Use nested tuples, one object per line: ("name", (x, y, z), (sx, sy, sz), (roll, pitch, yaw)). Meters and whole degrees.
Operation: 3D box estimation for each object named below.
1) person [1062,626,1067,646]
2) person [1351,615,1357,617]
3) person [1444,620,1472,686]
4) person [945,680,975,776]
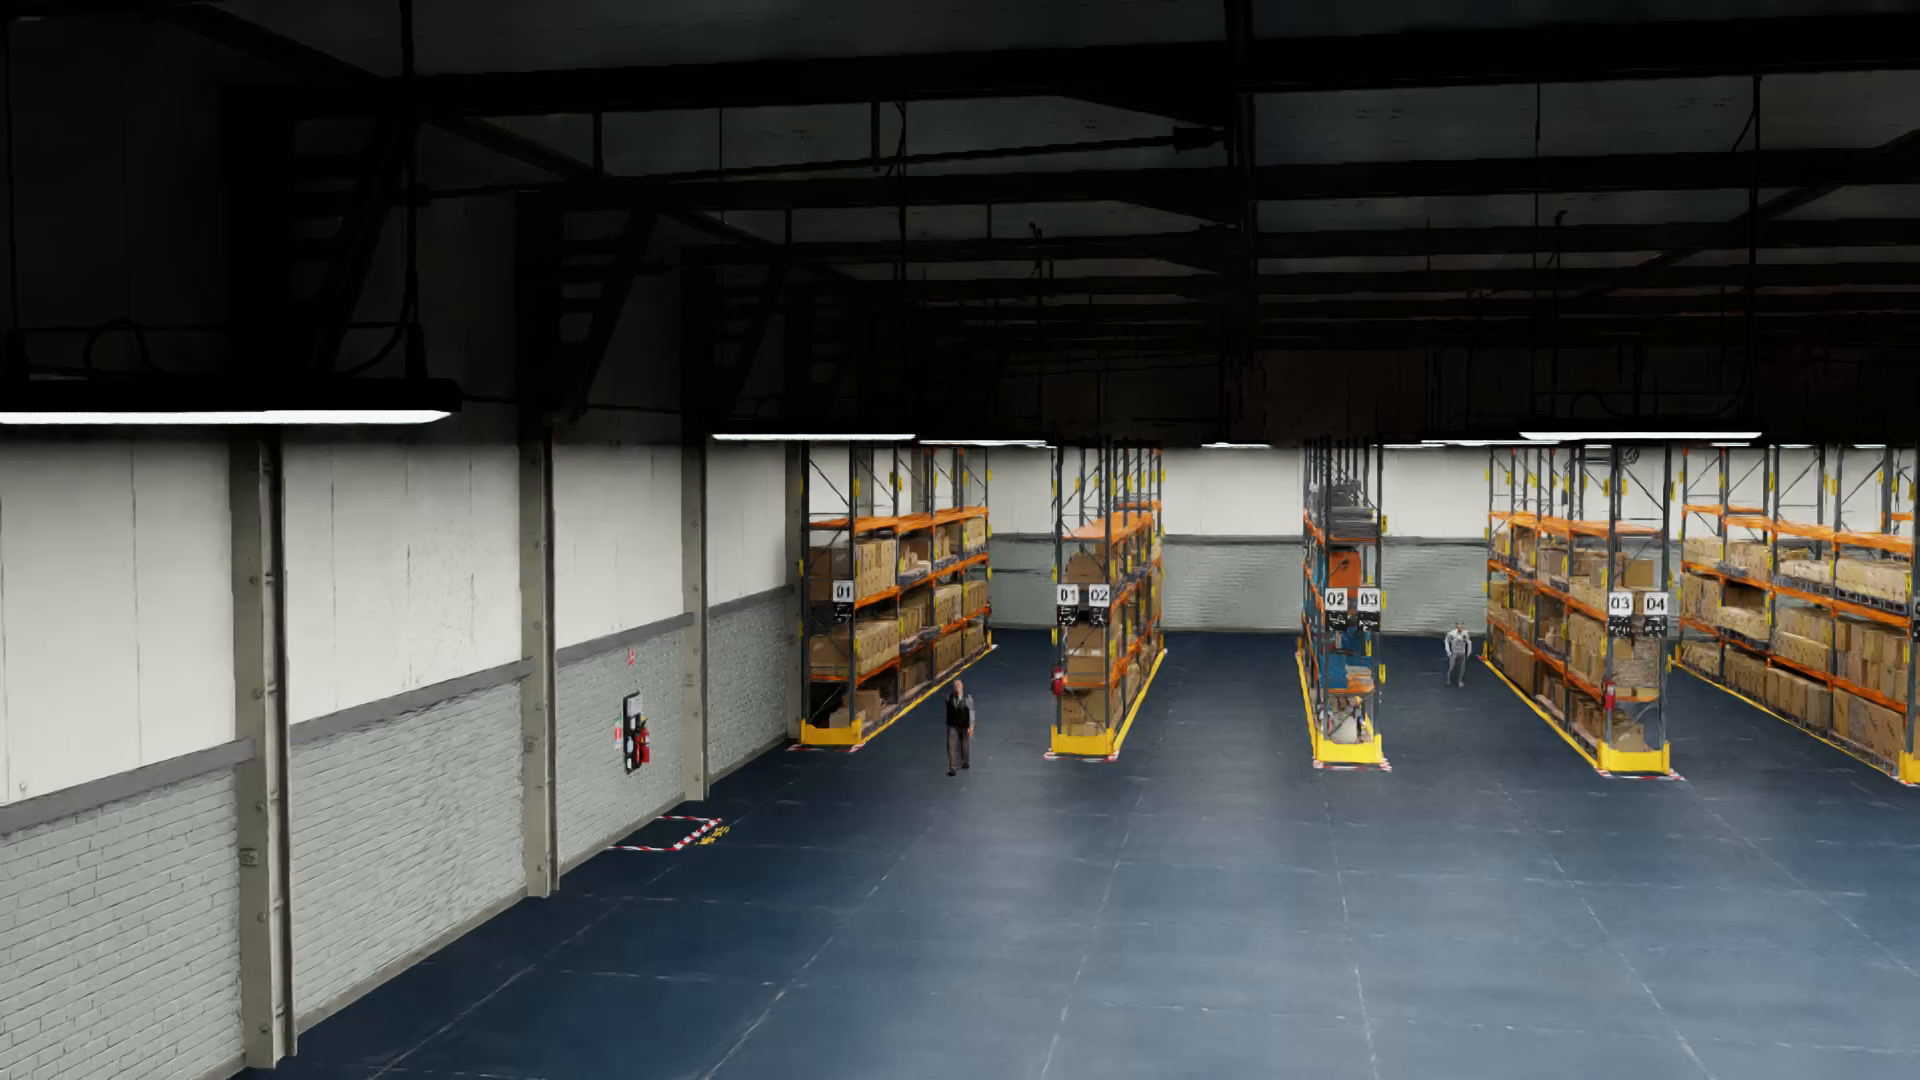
("person", (2.935, 2.499, 43.549), (0.553, 1.709, 1.123), (1, 3, 12))
("person", (11.200, 2.277, 47.937), (0.705, 1.694, 0.833), (0, 3, -9))
("person", (12.076, 2.734, 40.337), (0.637, 1.632, 0.512), (0, 3, 8))
("person", (0.000, 3.337, 29.407), (0.553, 1.591, 1.030), (0, 3, 9))
